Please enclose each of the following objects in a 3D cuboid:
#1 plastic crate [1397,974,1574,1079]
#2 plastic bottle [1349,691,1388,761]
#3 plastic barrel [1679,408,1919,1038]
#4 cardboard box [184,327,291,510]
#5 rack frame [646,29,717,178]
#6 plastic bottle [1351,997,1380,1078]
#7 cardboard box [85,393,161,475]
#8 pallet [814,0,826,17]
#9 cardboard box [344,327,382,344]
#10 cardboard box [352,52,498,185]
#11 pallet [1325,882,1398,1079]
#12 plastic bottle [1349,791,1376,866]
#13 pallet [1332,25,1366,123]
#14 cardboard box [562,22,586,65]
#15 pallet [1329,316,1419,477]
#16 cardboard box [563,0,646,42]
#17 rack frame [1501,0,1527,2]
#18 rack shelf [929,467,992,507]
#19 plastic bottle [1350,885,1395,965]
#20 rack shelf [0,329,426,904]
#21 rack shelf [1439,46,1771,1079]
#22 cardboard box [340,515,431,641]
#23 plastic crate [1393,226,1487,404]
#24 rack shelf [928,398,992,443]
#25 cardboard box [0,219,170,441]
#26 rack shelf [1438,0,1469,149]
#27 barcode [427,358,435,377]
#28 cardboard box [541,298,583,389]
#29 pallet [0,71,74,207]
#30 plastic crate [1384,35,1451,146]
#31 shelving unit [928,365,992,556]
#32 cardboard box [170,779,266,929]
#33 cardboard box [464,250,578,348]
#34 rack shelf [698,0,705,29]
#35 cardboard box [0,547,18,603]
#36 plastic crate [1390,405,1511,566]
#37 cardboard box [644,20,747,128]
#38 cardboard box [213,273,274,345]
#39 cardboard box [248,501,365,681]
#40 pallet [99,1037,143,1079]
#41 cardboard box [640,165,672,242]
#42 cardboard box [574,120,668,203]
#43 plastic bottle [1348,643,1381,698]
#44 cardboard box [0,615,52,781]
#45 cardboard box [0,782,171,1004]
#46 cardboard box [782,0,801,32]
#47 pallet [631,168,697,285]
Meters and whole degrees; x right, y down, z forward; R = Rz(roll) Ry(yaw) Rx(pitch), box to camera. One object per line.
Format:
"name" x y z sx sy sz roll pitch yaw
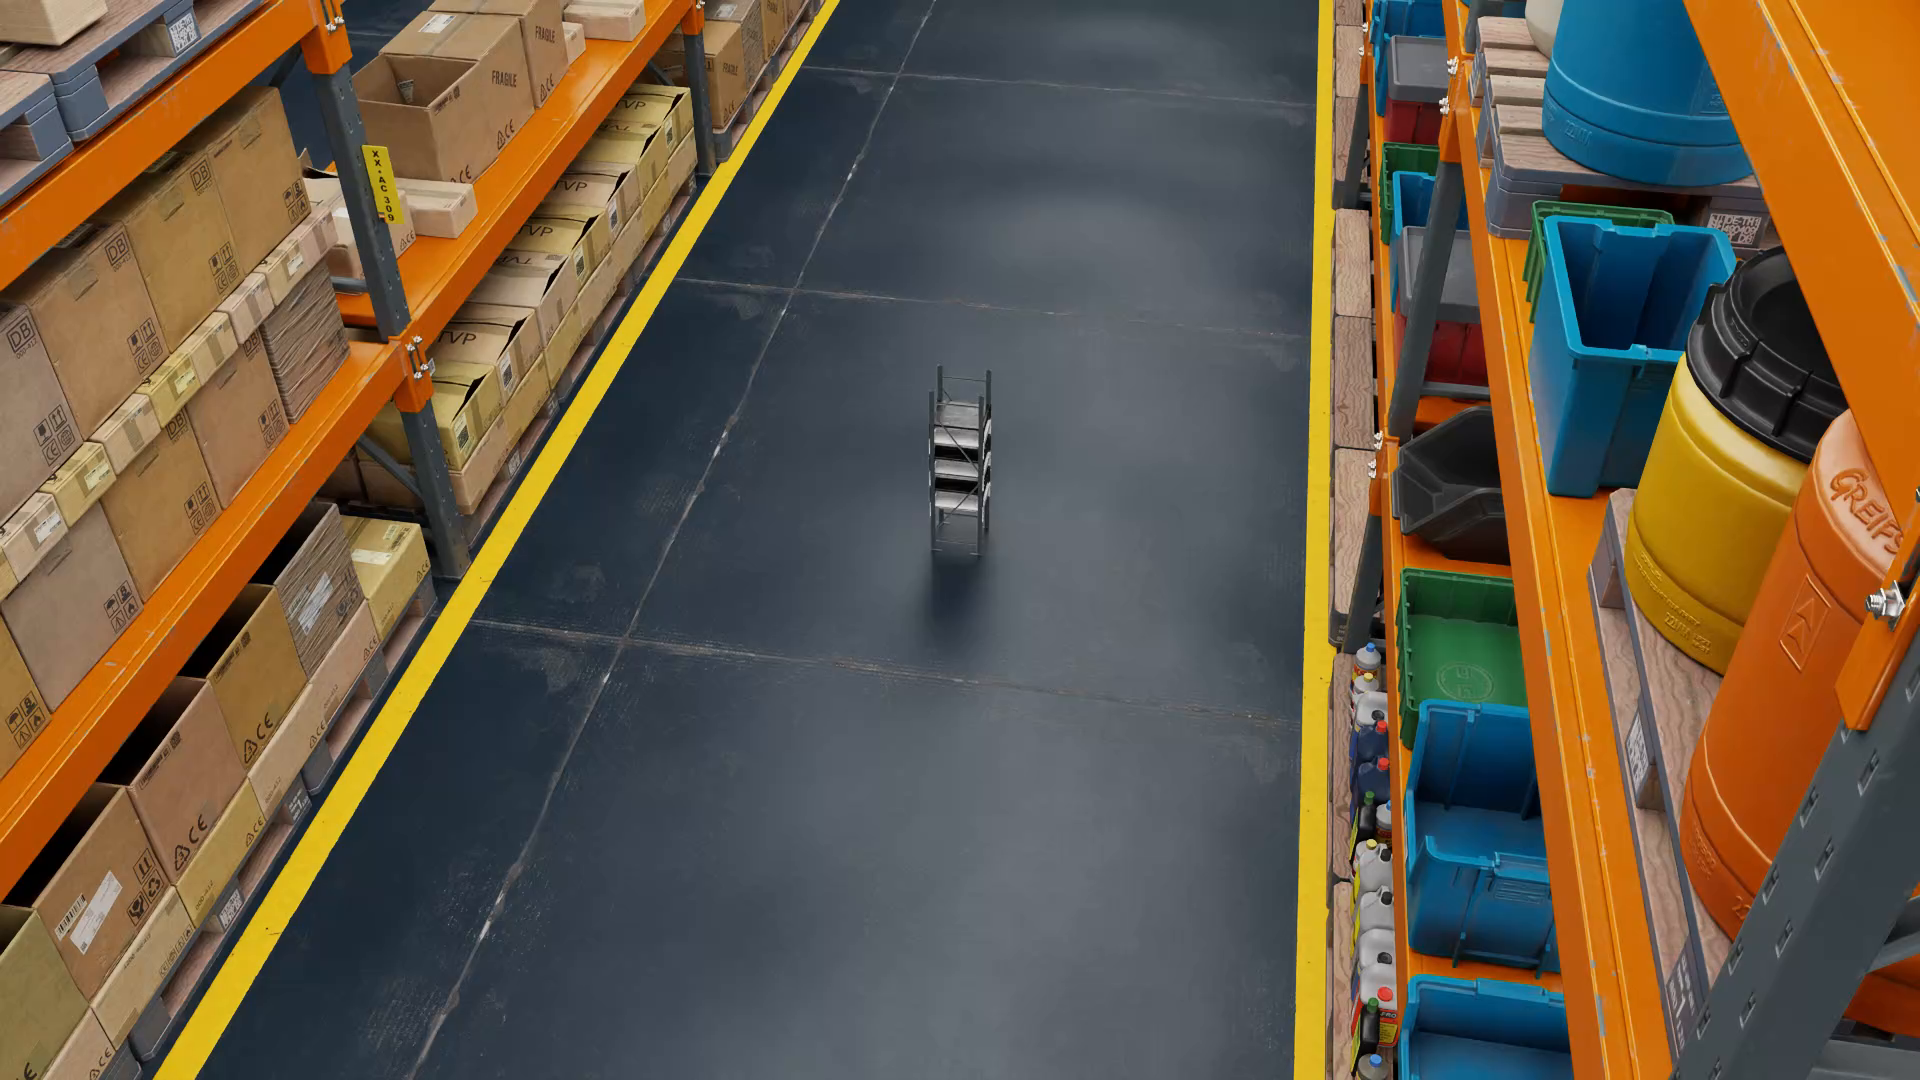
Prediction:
"plastic crate" 1.329 1.301 4.036 0.499 0.251 0.408 6 40 8
"plastic bottle" 1.596 0.725 6.408 0.152 0.276 0.135 8 40 9
"plastic barrel" 1.378 0.195 2.236 0.600 0.830 0.708 6 40 8
"cardboard box" -2.922 -0.489 6.006 0.700 0.500 0.500 6 40 7
"rack frame" -2.074 -3.572 9.813 1.000 3.000 0.127 6 40 8
"plastic bottle" 1.308 1.598 5.346 0.061 0.283 0.133 7 40 9
"cardboard box" -2.824 -0.359 5.340 0.380 0.149 0.250 7 40 9
"pallet" -1.486 -4.493 13.115 1.003 0.211 1.213 6 40 8
"cardboard box" -2.895 -0.993 8.082 0.500 0.311 0.500 7 40 9
"cardboard box" -2.526 -1.911 7.725 0.500 0.500 0.500 9 40 11
"pallet" 1.745 1.747 5.569 1.003 0.211 1.213 6 40 8
"plastic bottle" 1.461 1.043 6.018 0.061 0.283 0.133 8 40 10
"pallet" 3.112 -3.211 11.565 1.003 0.211 1.213 6 40 8
"cardboard box" -2.240 -2.668 8.917 0.380 0.149 0.250 9 40 11
"pallet" 2.418 -0.703 8.532 1.003 0.211 1.213 6 40 8
"cardboard box" -1.958 -2.880 9.173 0.380 0.149 0.250 6 40 8
"rack frame" 2.111 -2.825 4.202 1.000 3.000 0.127 6 40 8
"rack shelf" 0.001 -0.257 7.645 0.258 0.077 0.200 6 40 8
"plastic bottle" 1.425 1.301 5.653 0.144 0.351 0.185 8 40 10
"rack shelf" -3.113 0.471 5.488 1.077 0.370 4.000 6 40 8
"rack shelf" 1.765 -0.137 3.869 1.077 0.370 4.000 6 40 8
"cardboard box" -2.632 0.152 7.138 0.500 0.250 0.500 6 40 8
"plastic crate" 1.894 -0.875 6.501 0.402 0.464 0.583 6 40 8
"rack shelf" 0.001 -0.534 7.415 0.258 0.077 0.200 6 40 8
"cardboard box" -3.011 -0.689 5.230 0.700 0.500 0.500 6 40 8
"rack shelf" 2.458 -2.647 6.905 1.077 0.370 4.000 6 40 8
"barcode" -2.312 -0.752 7.265 0.001 0.075 0.075 6 40 8
"cardboard box" -2.276 -1.035 8.574 0.500 0.250 0.500 5 40 6
"pallet" -3.102 -0.882 4.275 1.003 0.211 1.213 6 40 8
"plastic crate" 2.223 -2.068 7.943 0.402 0.464 0.583 6 40 8
"shelving unit" 0.001 -0.352 7.566 0.258 0.900 0.210 6 40 8
"cardboard box" -2.886 1.094 5.999 0.500 0.250 0.500 6 40 8
"cardboard box" -2.269 -1.250 8.393 0.500 0.311 0.500 5 40 6
"rack shelf" -1.728 -4.550 11.560 1.077 0.370 4.000 6 40 8
"cardboard box" -2.958 0.129 4.749 0.380 0.149 0.250 6 40 7
"plastic crate" 1.896 -0.175 5.753 0.767 0.338 0.504 6 40 8
"cardboard box" -1.714 -3.032 10.777 0.500 0.500 0.500 8 40 10
"cardboard box" -2.690 -0.836 5.917 0.380 0.149 0.250 5 40 6
"cardboard box" -2.729 0.175 6.521 0.500 0.500 0.500 6 40 8
"pallet" -3.368 2.039 5.215 1.003 0.211 1.213 6 40 8
"cardboard box" -2.011 -1.993 9.732 0.500 0.250 0.500 6 40 7
"cardboard box" -2.006 -2.207 9.551 0.500 0.311 0.500 6 40 7
"plastic bottle" 1.625 0.521 6.659 0.097 0.271 0.097 0 40 0
"cardboard box" -3.188 0.478 4.837 0.700 0.500 0.500 7 40 8
"cardboard box" -2.988 1.116 5.382 0.500 0.500 0.500 6 40 8
"cardboard box" -1.452 -4.004 11.952 0.500 0.500 0.500 5 40 6
"pallet" -2.255 -1.985 10.082 1.003 0.211 1.213 6 40 8
